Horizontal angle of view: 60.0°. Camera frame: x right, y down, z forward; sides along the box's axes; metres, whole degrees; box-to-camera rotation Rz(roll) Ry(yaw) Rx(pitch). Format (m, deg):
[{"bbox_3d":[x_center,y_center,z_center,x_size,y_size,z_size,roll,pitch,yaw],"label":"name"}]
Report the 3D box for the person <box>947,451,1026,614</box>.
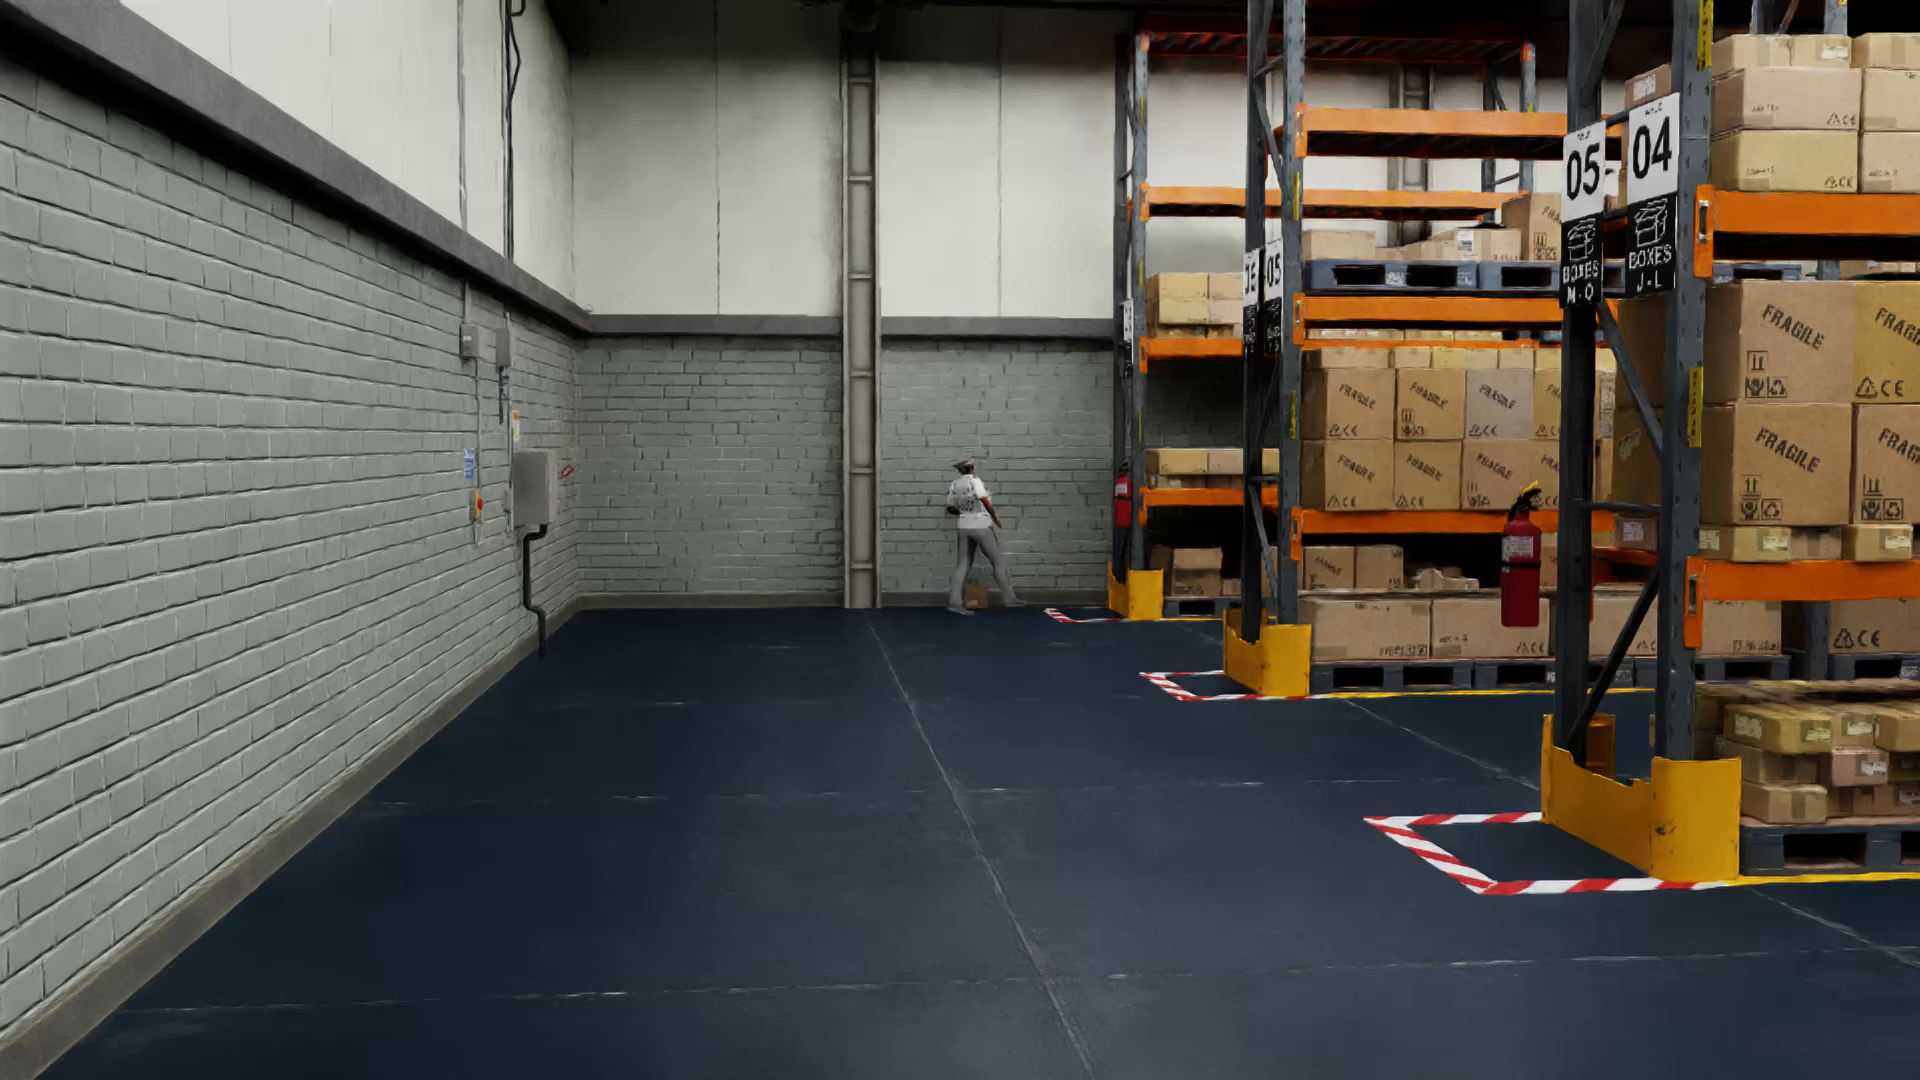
[{"bbox_3d":[0.225,-0.072,17.300,0.691,1.702,0.739,3,5,41],"label":"person"}]
